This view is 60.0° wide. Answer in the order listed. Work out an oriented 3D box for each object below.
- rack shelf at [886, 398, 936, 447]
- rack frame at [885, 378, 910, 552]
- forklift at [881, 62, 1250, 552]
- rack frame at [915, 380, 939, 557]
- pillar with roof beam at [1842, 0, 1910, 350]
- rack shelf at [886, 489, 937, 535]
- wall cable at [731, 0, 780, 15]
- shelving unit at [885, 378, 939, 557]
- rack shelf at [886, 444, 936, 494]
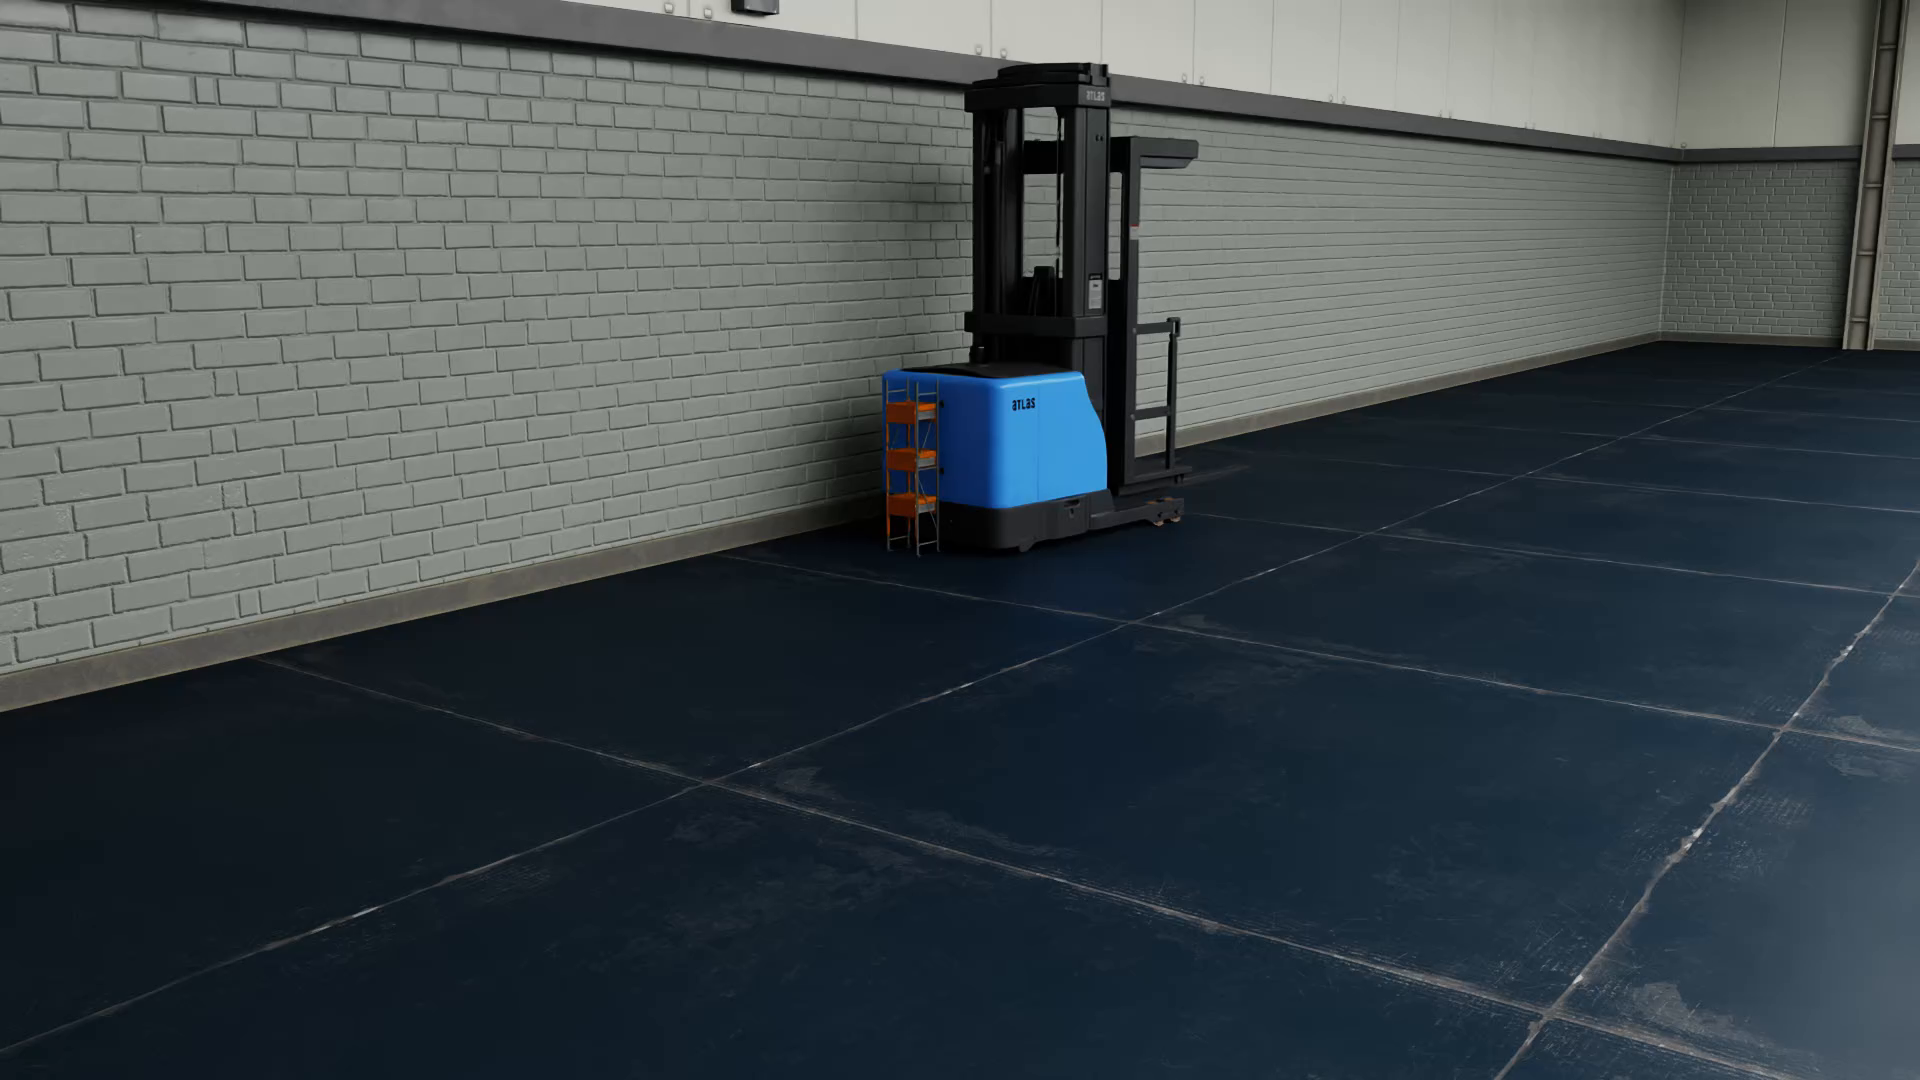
[{"bbox_3d":[-0.286,-0.709,9.993,0.240,0.259,0.215,9,14,40],"label":"rack shelf"},{"bbox_3d":[-0.378,-0.456,10.124,0.008,1.050,0.200,9,14,40],"label":"rack frame"},{"bbox_3d":[0.858,-1.587,11.015,1.130,2.935,3.031,10,15,41],"label":"forklift"},{"bbox_3d":[-0.194,-0.426,9.966,0.008,1.050,0.200,9,14,40],"label":"rack frame"},{"bbox_3d":[11.449,-6.738,21.664,0.400,9.000,9.100,8,13,36],"label":"pillar with roof beam"},{"bbox_3d":[-0.286,-0.158,10.100,0.240,0.259,0.215,9,14,40],"label":"rack shelf"},{"bbox_3d":[-0.607,-6.229,10.083,0.169,6.003,2.305,8,13,36],"label":"wall cable"},{"bbox_3d":[-0.286,-0.441,10.045,0.252,1.050,0.215,9,14,40],"label":"shelving unit"},{"bbox_3d":[-0.286,-0.431,10.047,0.240,0.259,0.215,9,14,40],"label":"rack shelf"}]
